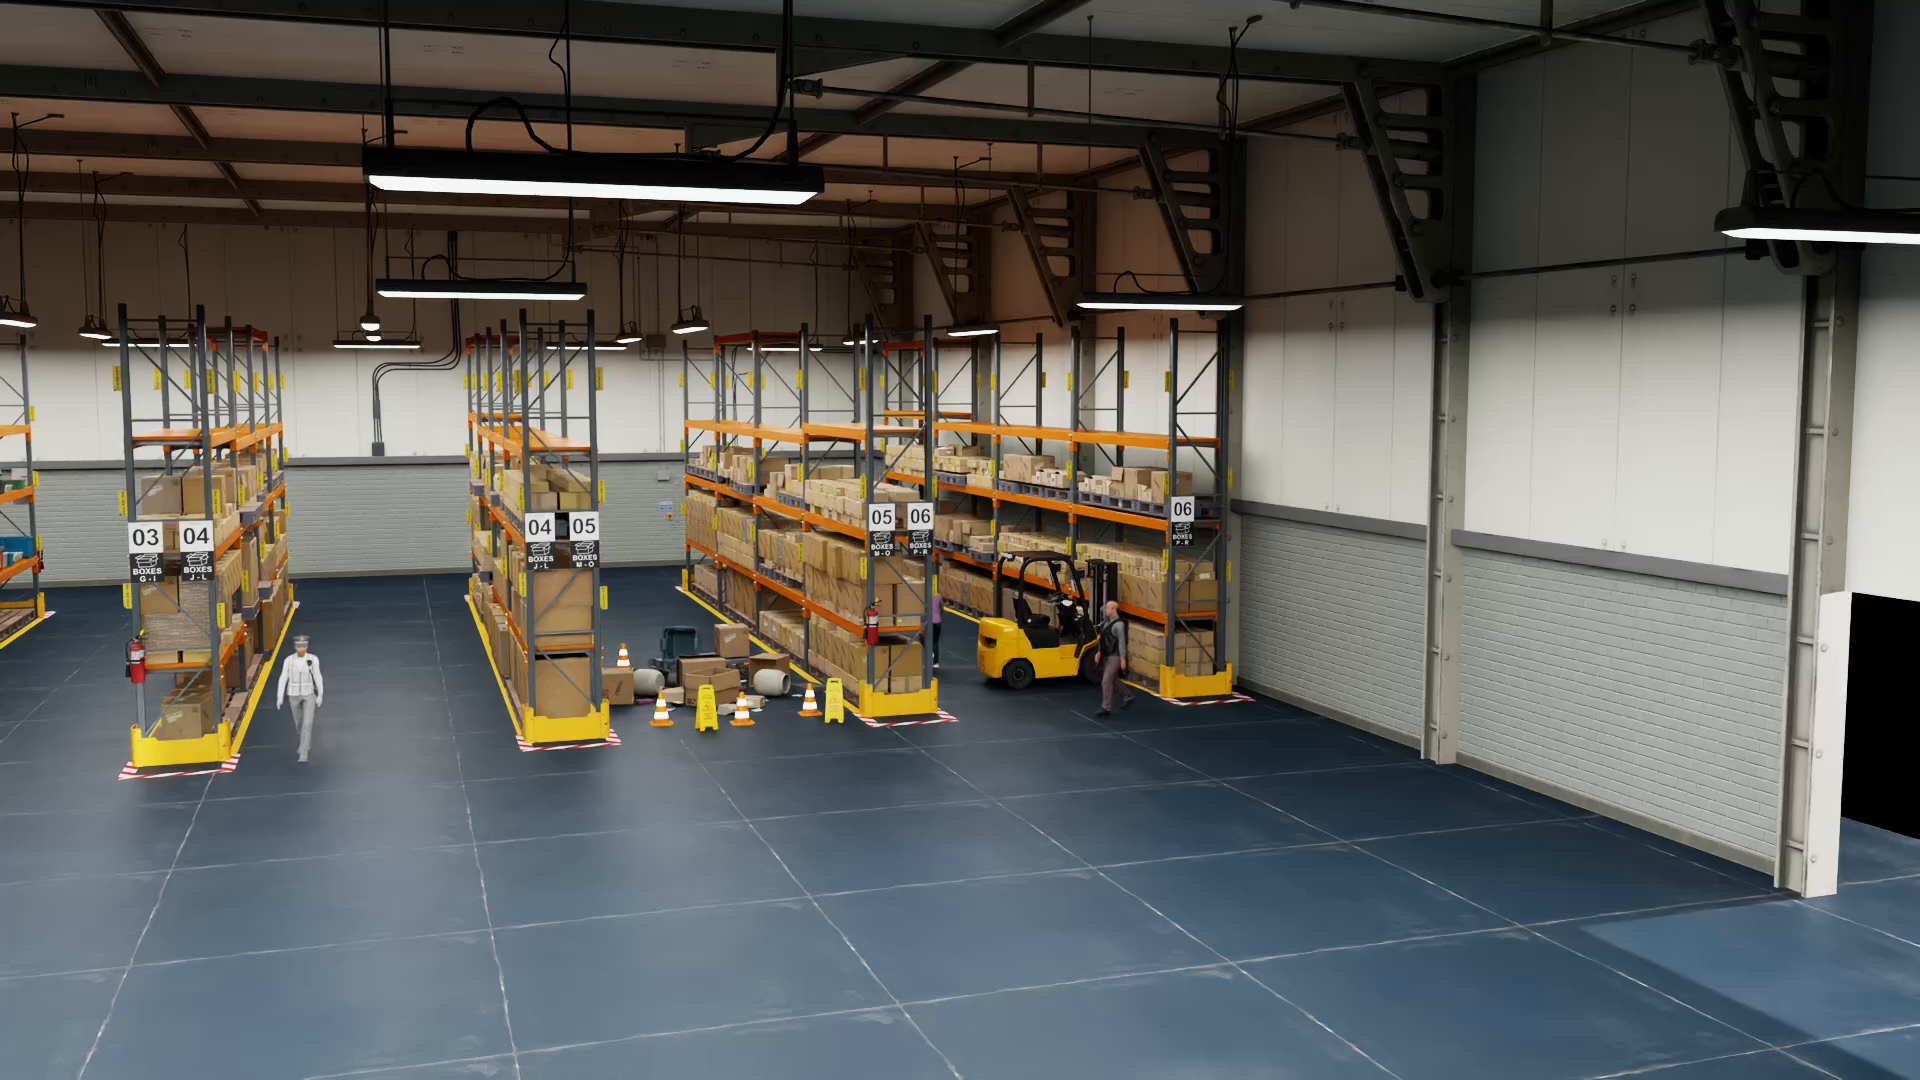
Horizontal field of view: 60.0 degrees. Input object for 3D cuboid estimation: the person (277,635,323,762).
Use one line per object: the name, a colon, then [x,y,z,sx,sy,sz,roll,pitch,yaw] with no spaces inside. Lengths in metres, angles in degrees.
person: [-8.762,2.075,22.075,0.534,1.632,0.866,-1,6,-11]

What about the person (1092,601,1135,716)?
person: [2.331,1.771,25.166,0.802,1.708,0.510,-1,6,-15]

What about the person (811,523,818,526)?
person: [-3.427,0.394,39.519,0.581,1.789,0.485,-4,7,-35]

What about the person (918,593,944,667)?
person: [-0.526,1.473,29.467,0.543,1.493,0.755,-2,6,-16]
